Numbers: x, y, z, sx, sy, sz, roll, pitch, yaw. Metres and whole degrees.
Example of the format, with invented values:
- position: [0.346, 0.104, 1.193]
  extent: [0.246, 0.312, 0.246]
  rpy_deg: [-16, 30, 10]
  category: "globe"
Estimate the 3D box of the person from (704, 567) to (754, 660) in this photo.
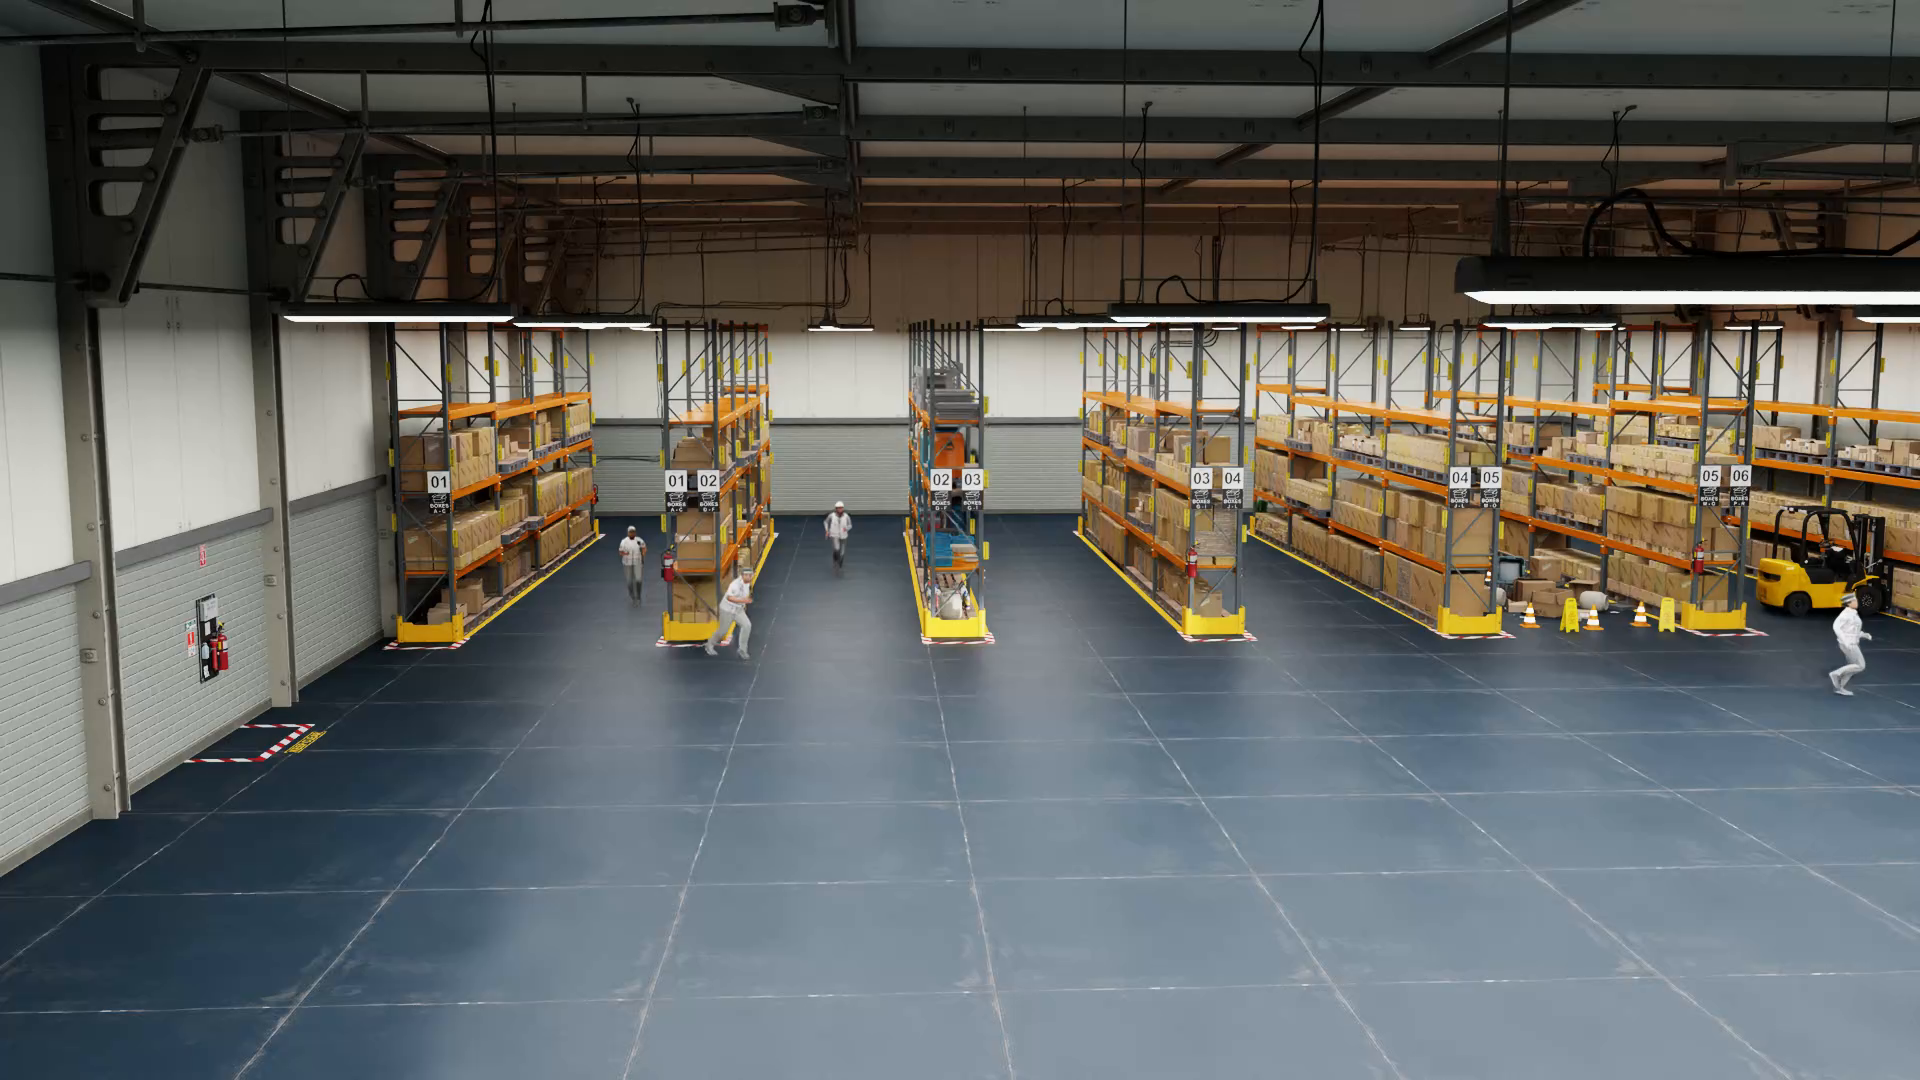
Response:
- position: [-4.065, 1.304, 29.457]
  extent: [1.023, 1.718, 0.705]
  rpy_deg: [3, 8, 22]
  category: "person"

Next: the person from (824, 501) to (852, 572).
- position: [-2.885, -0.065, 39.560]
  extent: [0.610, 1.737, 0.813]
  rpy_deg: [-2, 7, -15]
  category: "person"

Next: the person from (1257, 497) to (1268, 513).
- position: [8.938, -1.215, 49.190]
  extent: [0.537, 1.727, 0.734]
  rpy_deg: [2, 7, 17]
  category: "person"

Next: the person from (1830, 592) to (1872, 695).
- position: [14.165, 1.649, 26.415]
  extent: [0.540, 1.656, 0.608]
  rpy_deg: [5, 9, 37]
  category: "person"

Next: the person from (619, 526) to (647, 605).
- position: [-6.943, 0.558, 35.330]
  extent: [0.586, 1.684, 0.661]
  rpy_deg: [-1, 7, -12]
  category: "person"
